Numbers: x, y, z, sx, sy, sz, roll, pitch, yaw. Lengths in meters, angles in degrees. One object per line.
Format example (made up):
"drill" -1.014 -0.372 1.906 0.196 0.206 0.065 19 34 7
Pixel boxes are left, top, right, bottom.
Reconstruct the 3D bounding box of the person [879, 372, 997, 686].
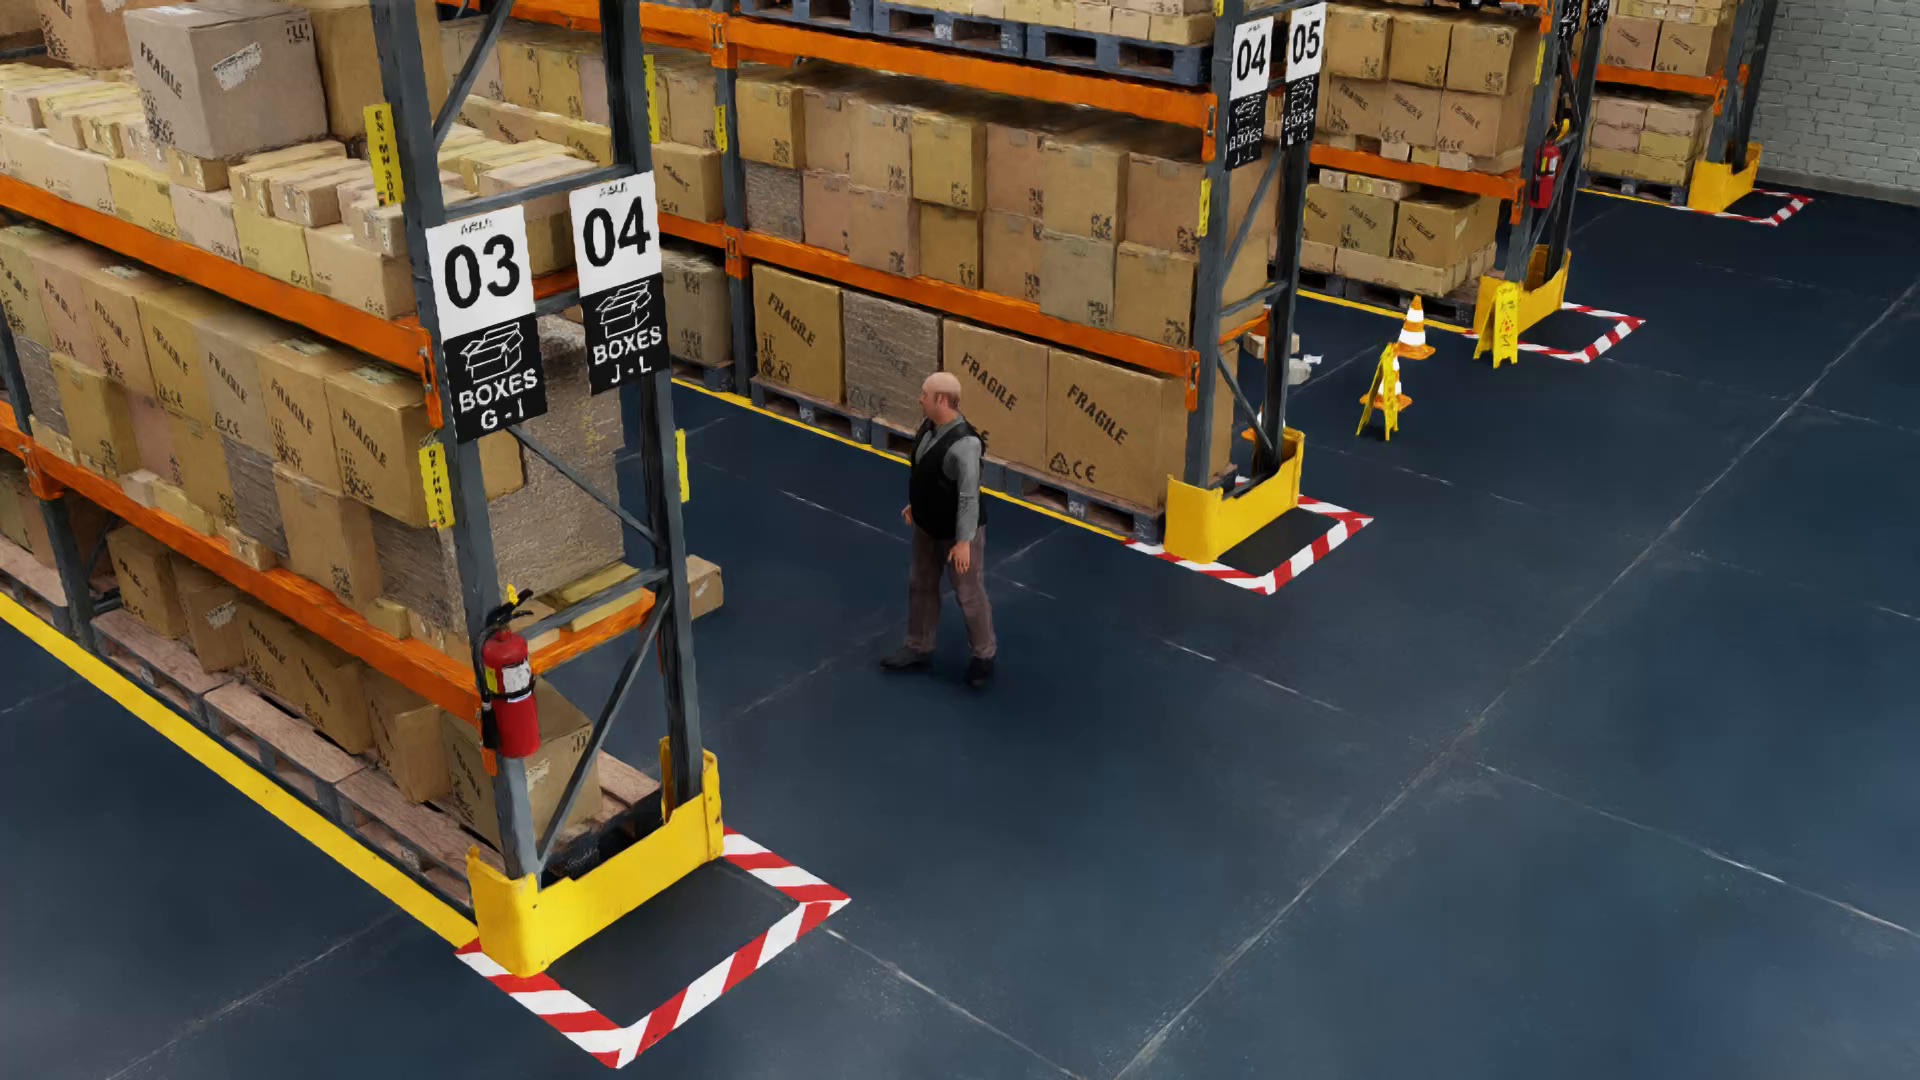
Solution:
"person" -0.126 -0.068 8.727 0.584 1.720 0.645 -16 31 -29
